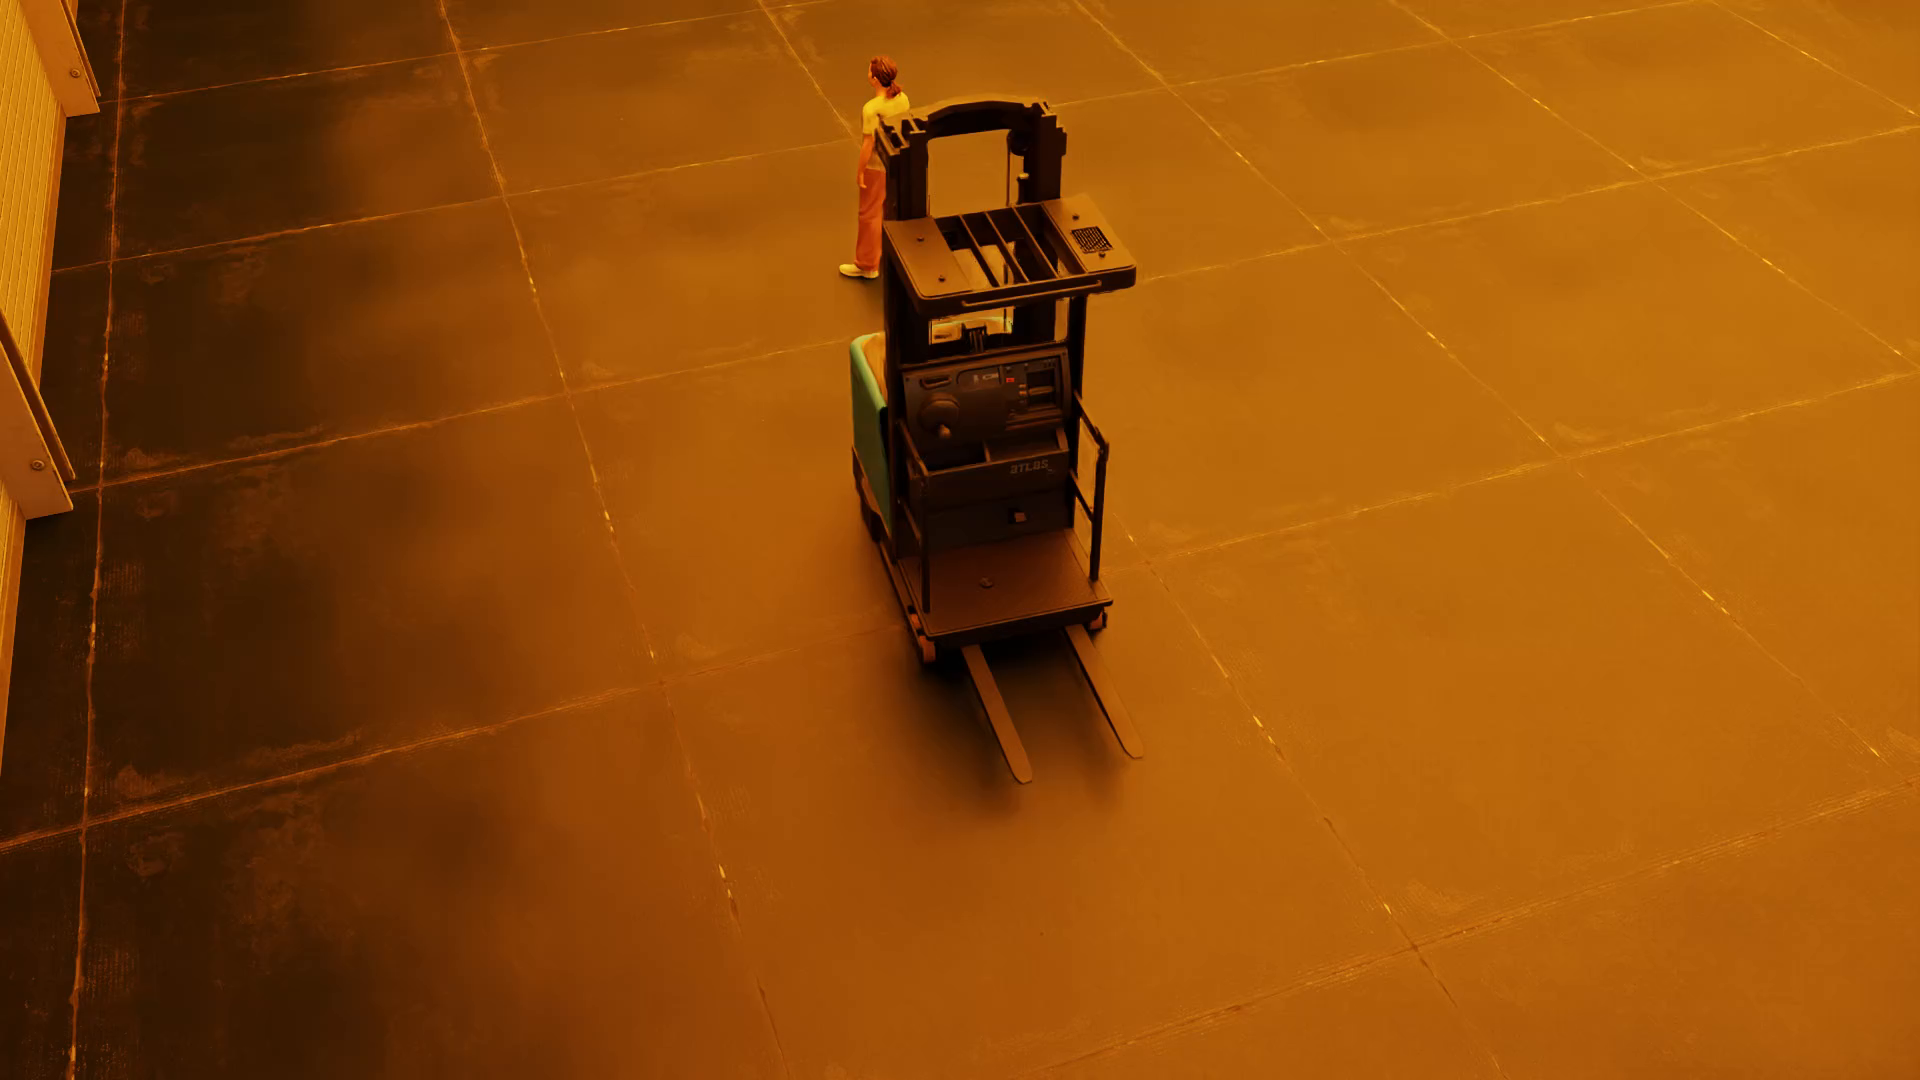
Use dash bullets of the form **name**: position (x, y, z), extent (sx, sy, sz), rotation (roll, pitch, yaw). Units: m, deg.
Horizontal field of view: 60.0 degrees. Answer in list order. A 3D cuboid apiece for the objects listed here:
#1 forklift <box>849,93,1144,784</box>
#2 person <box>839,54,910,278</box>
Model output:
- **forklift**: position (0.211, -0.708, 8.839), extent (1.130, 2.935, 3.031), rotation (-11, 41, -12)
- **person**: position (-0.601, -2.759, 12.261), extent (0.398, 1.674, 0.591), rotation (24, 46, 26)
